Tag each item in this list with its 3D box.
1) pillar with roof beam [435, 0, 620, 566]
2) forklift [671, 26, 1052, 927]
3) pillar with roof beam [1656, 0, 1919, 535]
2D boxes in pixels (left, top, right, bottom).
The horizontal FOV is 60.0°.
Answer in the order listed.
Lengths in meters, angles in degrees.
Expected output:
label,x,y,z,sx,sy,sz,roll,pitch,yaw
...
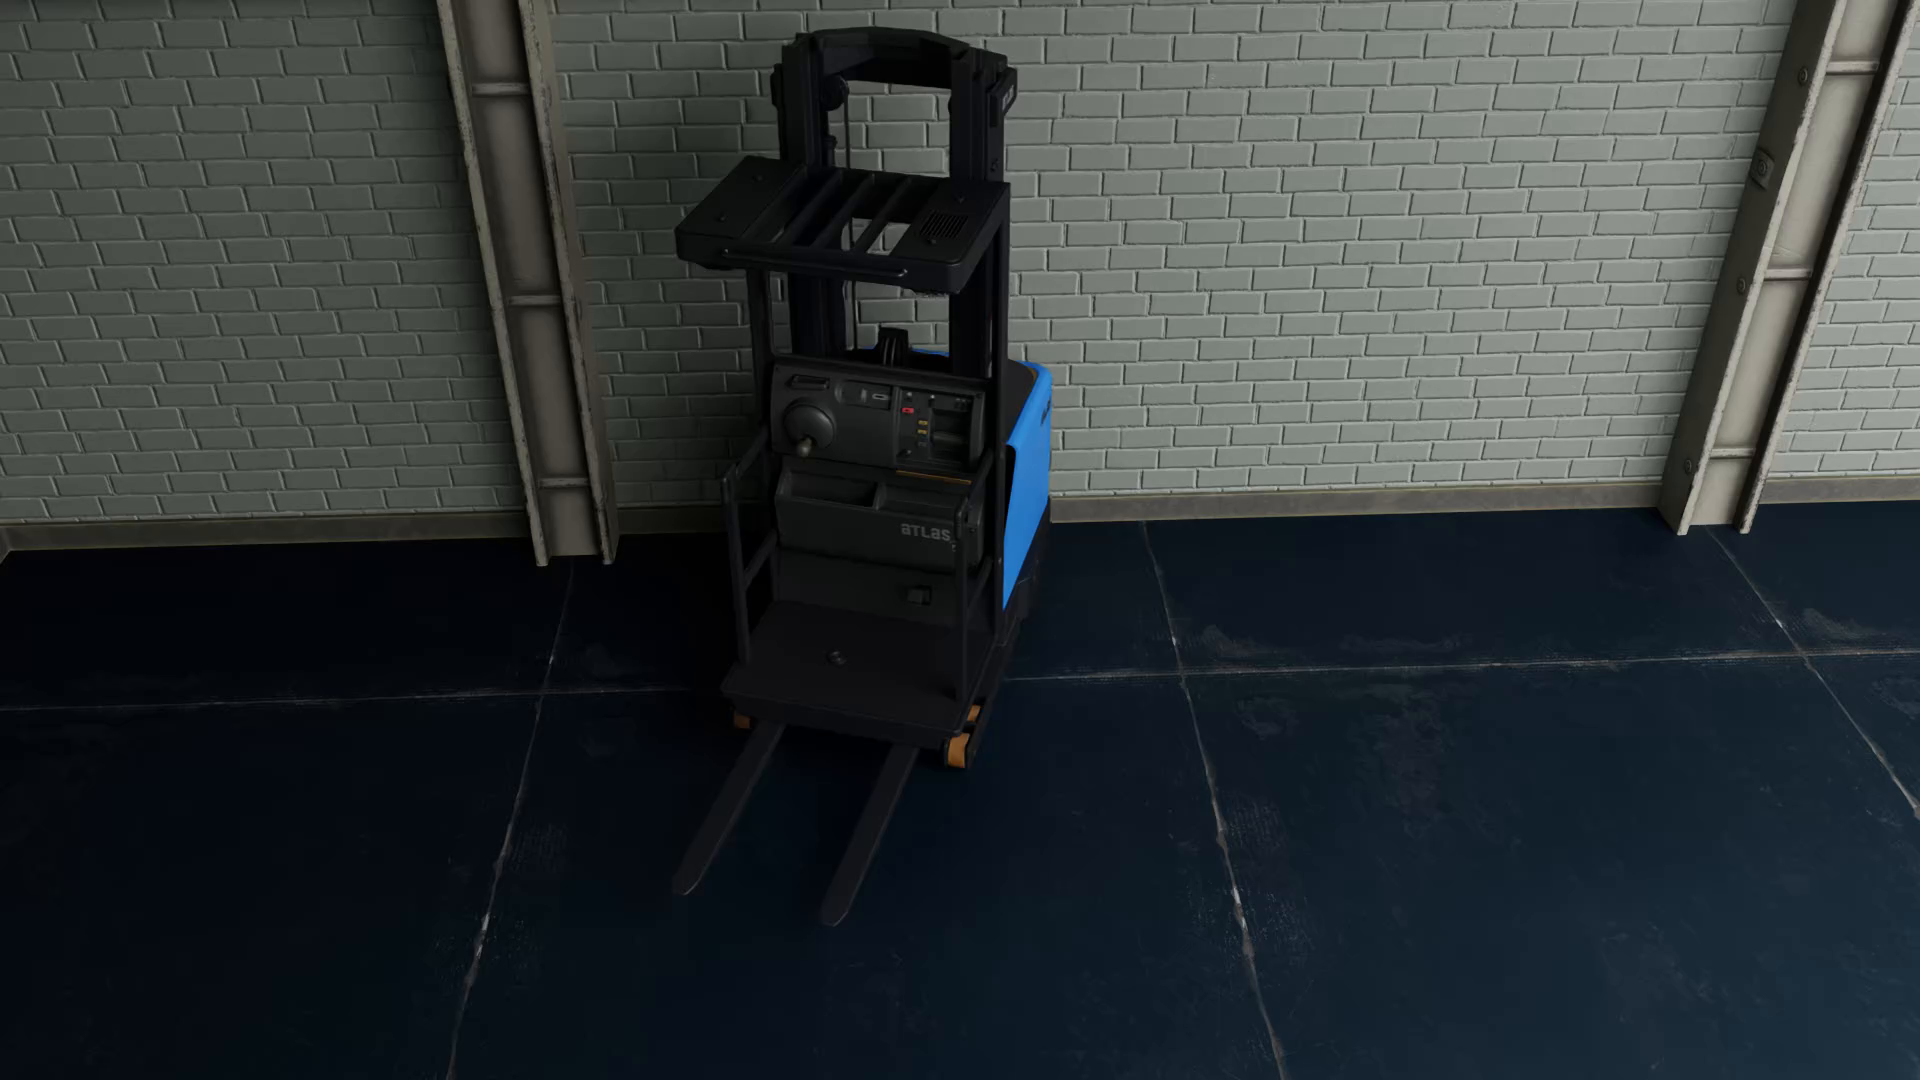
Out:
label,x,y,z,sx,sy,sz,roll,pitch,yaw
pillar with roof beam,-1.796,-1.211,2.629,0.400,9.000,9.100,-2,35,-2
forklift,-0.406,-0.444,6.852,1.130,2.935,3.031,9,36,12
pillar with roof beam,4.197,-1.373,2.862,0.400,9.000,9.100,-2,35,-2
